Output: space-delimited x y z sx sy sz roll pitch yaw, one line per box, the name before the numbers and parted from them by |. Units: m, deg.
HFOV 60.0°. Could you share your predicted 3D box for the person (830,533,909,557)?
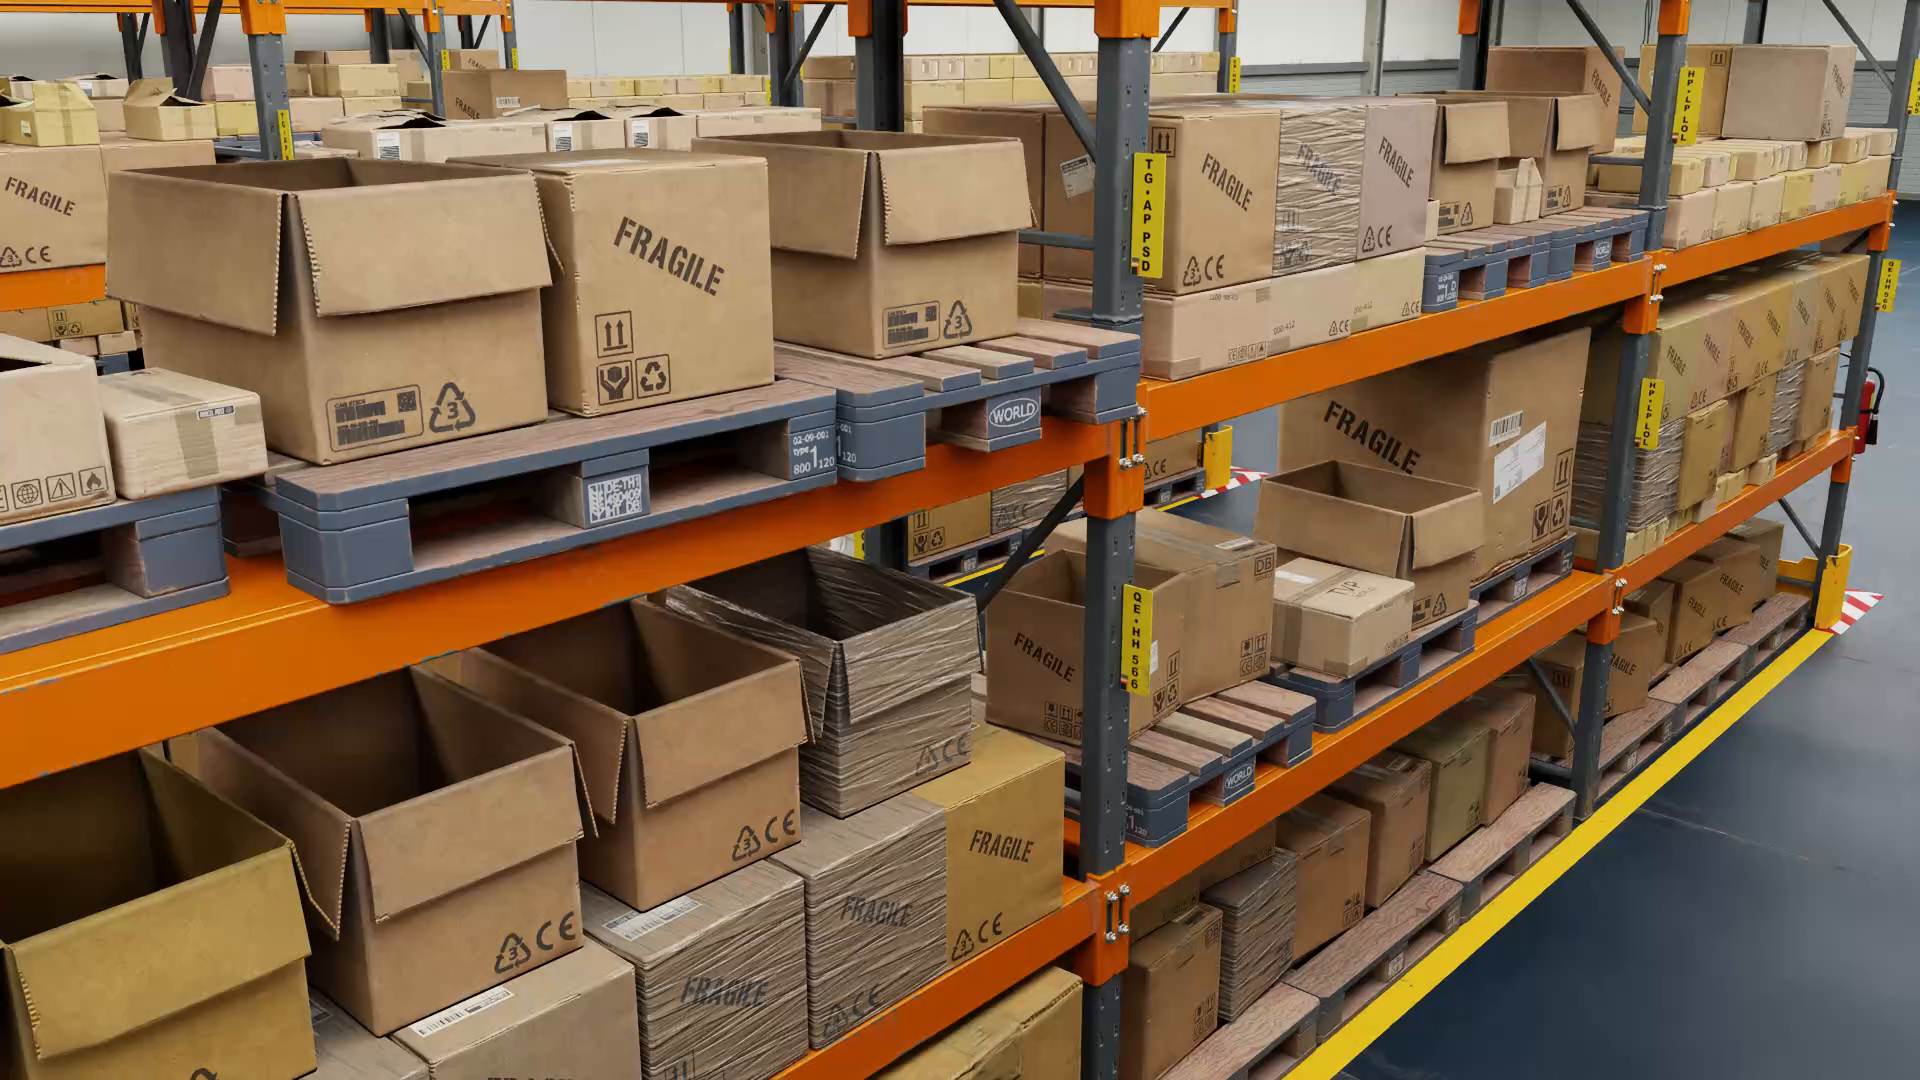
person | -0.526 0.169 9.485 0.513 1.665 0.360 14 22 38
